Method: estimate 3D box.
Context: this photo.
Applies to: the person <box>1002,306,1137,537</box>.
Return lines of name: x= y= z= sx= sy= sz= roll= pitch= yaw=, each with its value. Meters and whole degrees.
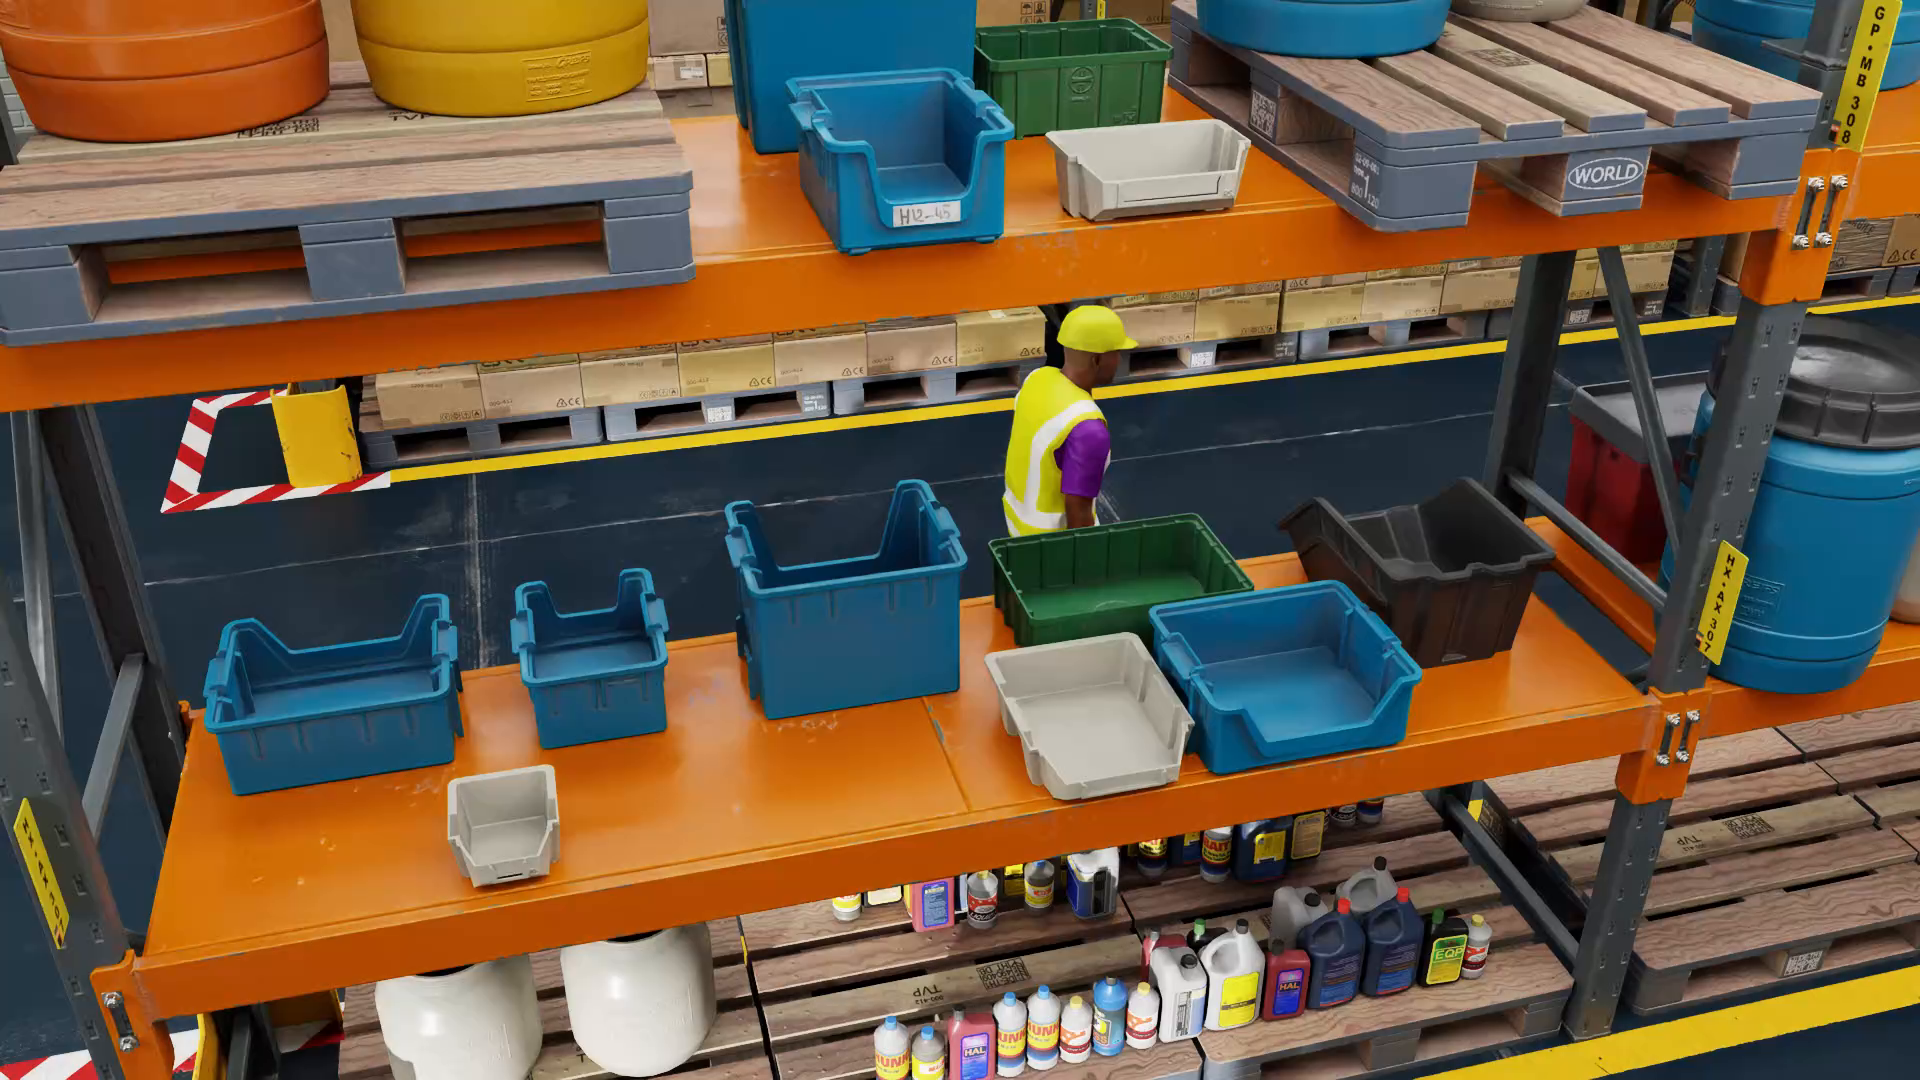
person: x=0.405 y=-0.026 z=6.156 sx=0.459 sy=1.760 sz=0.625 roll=-8 pitch=31 yaw=-14
